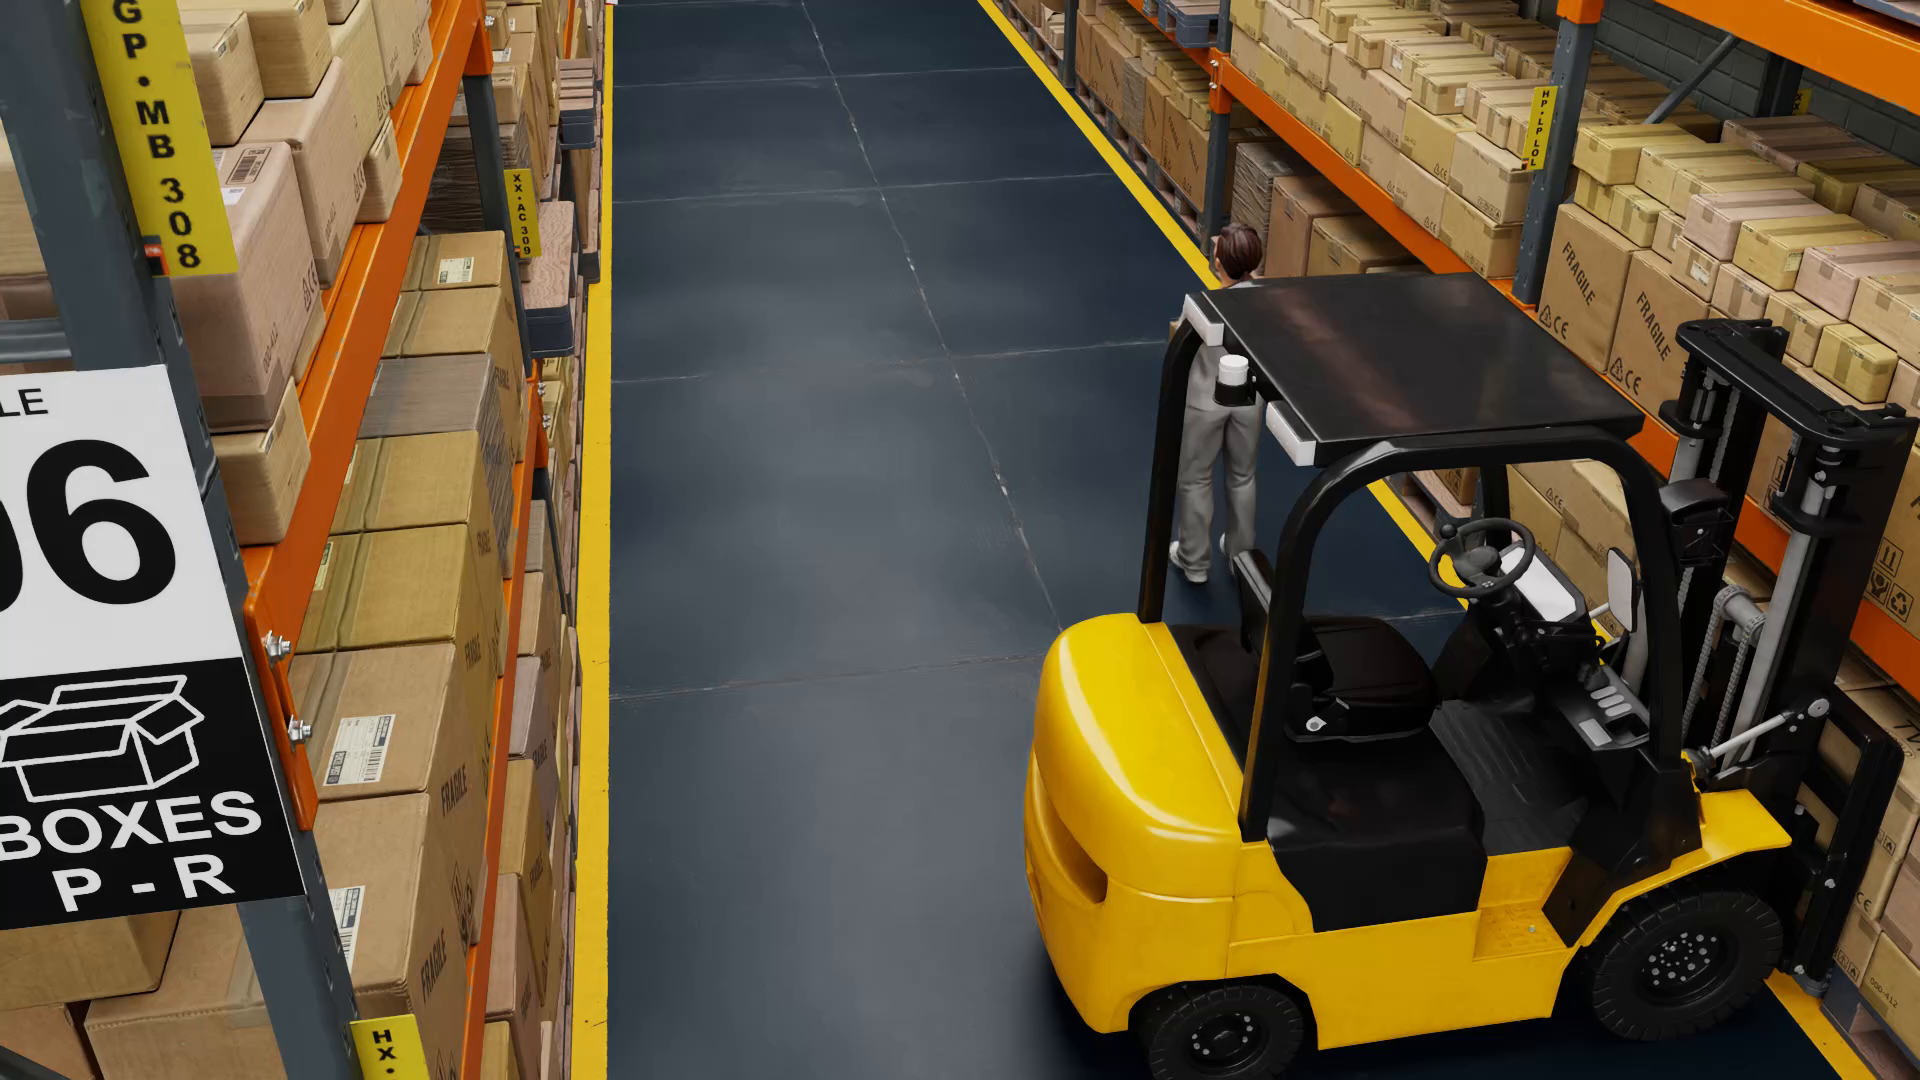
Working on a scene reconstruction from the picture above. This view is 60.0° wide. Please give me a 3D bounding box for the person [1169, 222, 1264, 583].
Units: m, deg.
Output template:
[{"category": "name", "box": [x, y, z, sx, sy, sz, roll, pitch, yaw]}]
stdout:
[{"category": "person", "box": [1.100, -0.598, 7.134, 0.452, 1.676, 0.534, -5, 31, -9]}]
